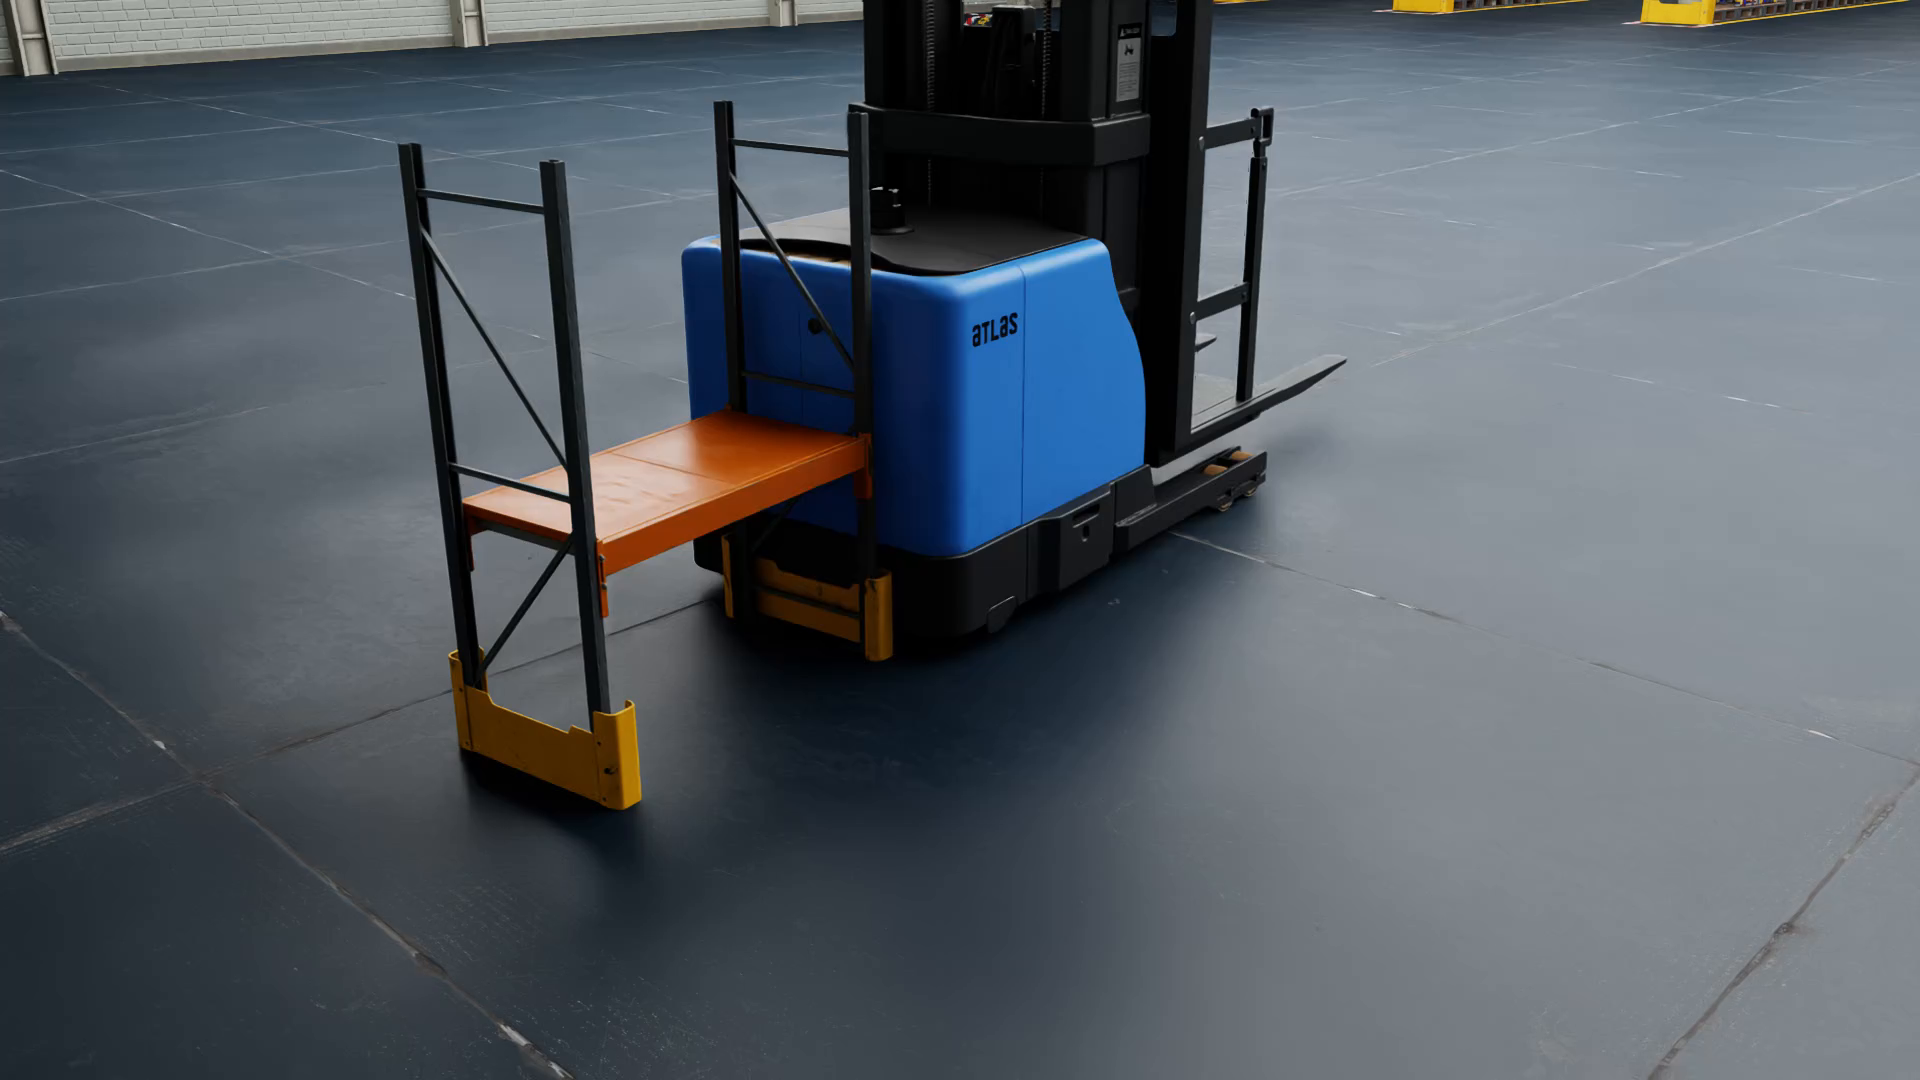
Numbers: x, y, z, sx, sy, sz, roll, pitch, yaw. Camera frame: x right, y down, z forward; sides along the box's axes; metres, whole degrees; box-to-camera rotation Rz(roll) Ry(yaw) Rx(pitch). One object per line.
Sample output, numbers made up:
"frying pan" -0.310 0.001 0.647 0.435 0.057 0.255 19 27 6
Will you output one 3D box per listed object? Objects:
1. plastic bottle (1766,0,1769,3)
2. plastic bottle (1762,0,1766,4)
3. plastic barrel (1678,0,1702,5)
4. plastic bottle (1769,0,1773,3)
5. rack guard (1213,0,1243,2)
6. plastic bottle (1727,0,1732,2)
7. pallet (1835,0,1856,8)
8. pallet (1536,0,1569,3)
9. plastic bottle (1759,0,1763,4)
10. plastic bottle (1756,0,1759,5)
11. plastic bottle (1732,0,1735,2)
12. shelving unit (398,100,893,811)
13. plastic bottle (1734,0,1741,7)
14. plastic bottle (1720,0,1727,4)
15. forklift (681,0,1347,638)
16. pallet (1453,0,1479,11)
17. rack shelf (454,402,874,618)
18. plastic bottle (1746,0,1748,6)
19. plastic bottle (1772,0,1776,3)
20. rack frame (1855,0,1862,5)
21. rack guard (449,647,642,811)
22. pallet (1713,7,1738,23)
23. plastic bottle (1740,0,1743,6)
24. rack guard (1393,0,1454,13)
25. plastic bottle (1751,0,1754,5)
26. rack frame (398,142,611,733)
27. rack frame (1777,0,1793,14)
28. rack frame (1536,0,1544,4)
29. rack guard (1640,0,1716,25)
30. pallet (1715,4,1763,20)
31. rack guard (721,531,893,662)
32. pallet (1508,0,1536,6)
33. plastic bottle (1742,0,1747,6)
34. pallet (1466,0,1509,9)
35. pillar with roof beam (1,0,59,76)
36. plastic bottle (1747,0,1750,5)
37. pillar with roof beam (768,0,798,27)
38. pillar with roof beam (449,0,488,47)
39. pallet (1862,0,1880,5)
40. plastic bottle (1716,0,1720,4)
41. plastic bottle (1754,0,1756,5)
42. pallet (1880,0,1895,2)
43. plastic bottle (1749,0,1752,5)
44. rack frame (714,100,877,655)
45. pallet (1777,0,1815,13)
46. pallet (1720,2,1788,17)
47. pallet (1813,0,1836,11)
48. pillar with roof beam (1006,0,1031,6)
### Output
"plastic bottle" 14.975 -10.166 30.921 0.144 0.351 0.185 18 27 38
"plastic bottle" 14.892 -10.082 30.797 0.133 0.283 0.061 -18 27 -39
"plastic barrel" 12.966 -9.679 29.458 0.421 0.512 0.421 0 21 0
"plastic bottle" 15.109 -10.215 31.050 0.144 0.351 0.185 18 28 39
"rack guard" 5.516 -11.788 35.547 1.175 0.500 0.348 19 28 41
"plastic bottle" 14.477 -10.245 31.237 0.097 0.271 0.097 0 21 0
"pallet" 17.574 -11.021 33.954 1.003 0.211 1.213 19 28 41
"pallet" 12.292 -11.622 35.518 1.003 0.211 1.213 19 28 41
"plastic bottle" 14.750 -10.083 30.705 0.144 0.351 0.185 19 28 40
"plastic bottle" 14.634 -10.007 30.613 0.135 0.276 0.152 -20 28 -41
"plastic bottle" 14.595 -10.313 31.305 0.144 0.351 0.185 19 28 41
"shelving unit" -0.731 -0.279 4.209 0.587 1.500 1.083 14 25 32
"plastic bottle" 14.050 -9.776 30.017 0.097 0.271 0.097 0 21 0
"plastic bottle" 14.187 -10.126 30.922 0.152 0.276 0.135 19 28 41
"forklift" 0.448 -1.559 5.544 1.130 2.935 3.031 15 26 34
"pallet" 9.519 -10.602 32.864 1.003 0.211 1.213 19 28 41
"rack shelf" -0.736 -0.108 4.267 0.538 0.185 1.000 14 25 32
"plastic bottle" 14.289 -9.864 30.246 0.097 0.271 0.097 0 21 0
"plastic bottle" 15.253 -10.215 31.144 0.133 0.283 0.061 -18 28 -39
"rack frame" 18.142 -12.512 33.947 1.000 3.000 0.127 19 28 41
"rack guard" -1.016 0.451 4.052 0.587 0.250 0.087 14 25 32
"pallet" 13.151 -9.393 29.718 1.003 0.211 1.213 19 28 41
"plastic bottle" 14.122 -9.770 30.099 0.097 0.201 0.097 0 21 0
"rack guard" 8.998 -10.523 32.257 1.175 0.500 0.348 19 28 41
"plastic bottle" 14.500 -9.942 30.448 0.097 0.271 0.097 0 21 0
"rack frame" -1.027 -0.126 3.813 0.500 1.500 0.032 14 25 32
"rack frame" 15.352 -11.484 31.272 1.000 3.000 0.127 19 28 41
"rack frame" 11.806 -12.725 34.500 1.000 3.000 0.127 19 28 41
"rack guard" 12.581 -9.320 29.127 1.175 0.500 0.348 19 28 41
"pallet" 14.002 -9.705 30.530 1.003 0.211 1.213 19 28 41
"rack guard" -0.446 0.158 4.815 0.587 0.250 0.087 14 25 32
"pallet" 11.221 -11.229 34.495 1.003 0.211 1.213 19 28 41
"plastic bottle" 14.221 -9.835 30.154 0.133 0.283 0.061 -20 28 -41
"pallet" 10.370 -10.914 33.676 1.003 0.211 1.213 19 28 41
"pillar with roof beam" -8.326 -8.885 16.149 9.100 9.000 0.400 19 28 41
"plastic bottle" 14.359 -9.889 30.313 0.097 0.271 0.097 0 21 0
"pillar with roof beam" 0.045 -11.970 24.174 9.100 9.000 0.400 19 28 41
"pillar with roof beam" -4.141 -10.428 20.161 9.100 9.000 0.400 19 28 41
"pallet" 18.663 -11.424 35.002 1.003 0.211 1.213 19 28 41
"plastic bottle" 14.051 -10.055 30.841 0.097 0.201 0.097 0 21 0
"plastic bottle" 14.571 -9.935 30.529 0.097 0.201 0.097 0 21 0
"pallet" 19.514 -11.736 35.814 1.003 0.211 1.213 19 28 41
"plastic bottle" 14.428 -9.882 30.392 0.097 0.201 0.097 0 21 0
"rack frame" -0.446 -0.426 4.591 0.500 1.500 0.032 14 25 32
"pallet" 15.872 -10.394 32.323 1.003 0.211 1.213 19 28 41
"pallet" 14.854 -10.020 31.350 1.003 0.211 1.213 19 28 41
"pallet" 16.723 -10.709 33.142 1.003 0.211 1.213 19 28 41
"pillar with roof beam" 4.231 -13.512 28.187 9.100 9.000 0.400 19 28 41
